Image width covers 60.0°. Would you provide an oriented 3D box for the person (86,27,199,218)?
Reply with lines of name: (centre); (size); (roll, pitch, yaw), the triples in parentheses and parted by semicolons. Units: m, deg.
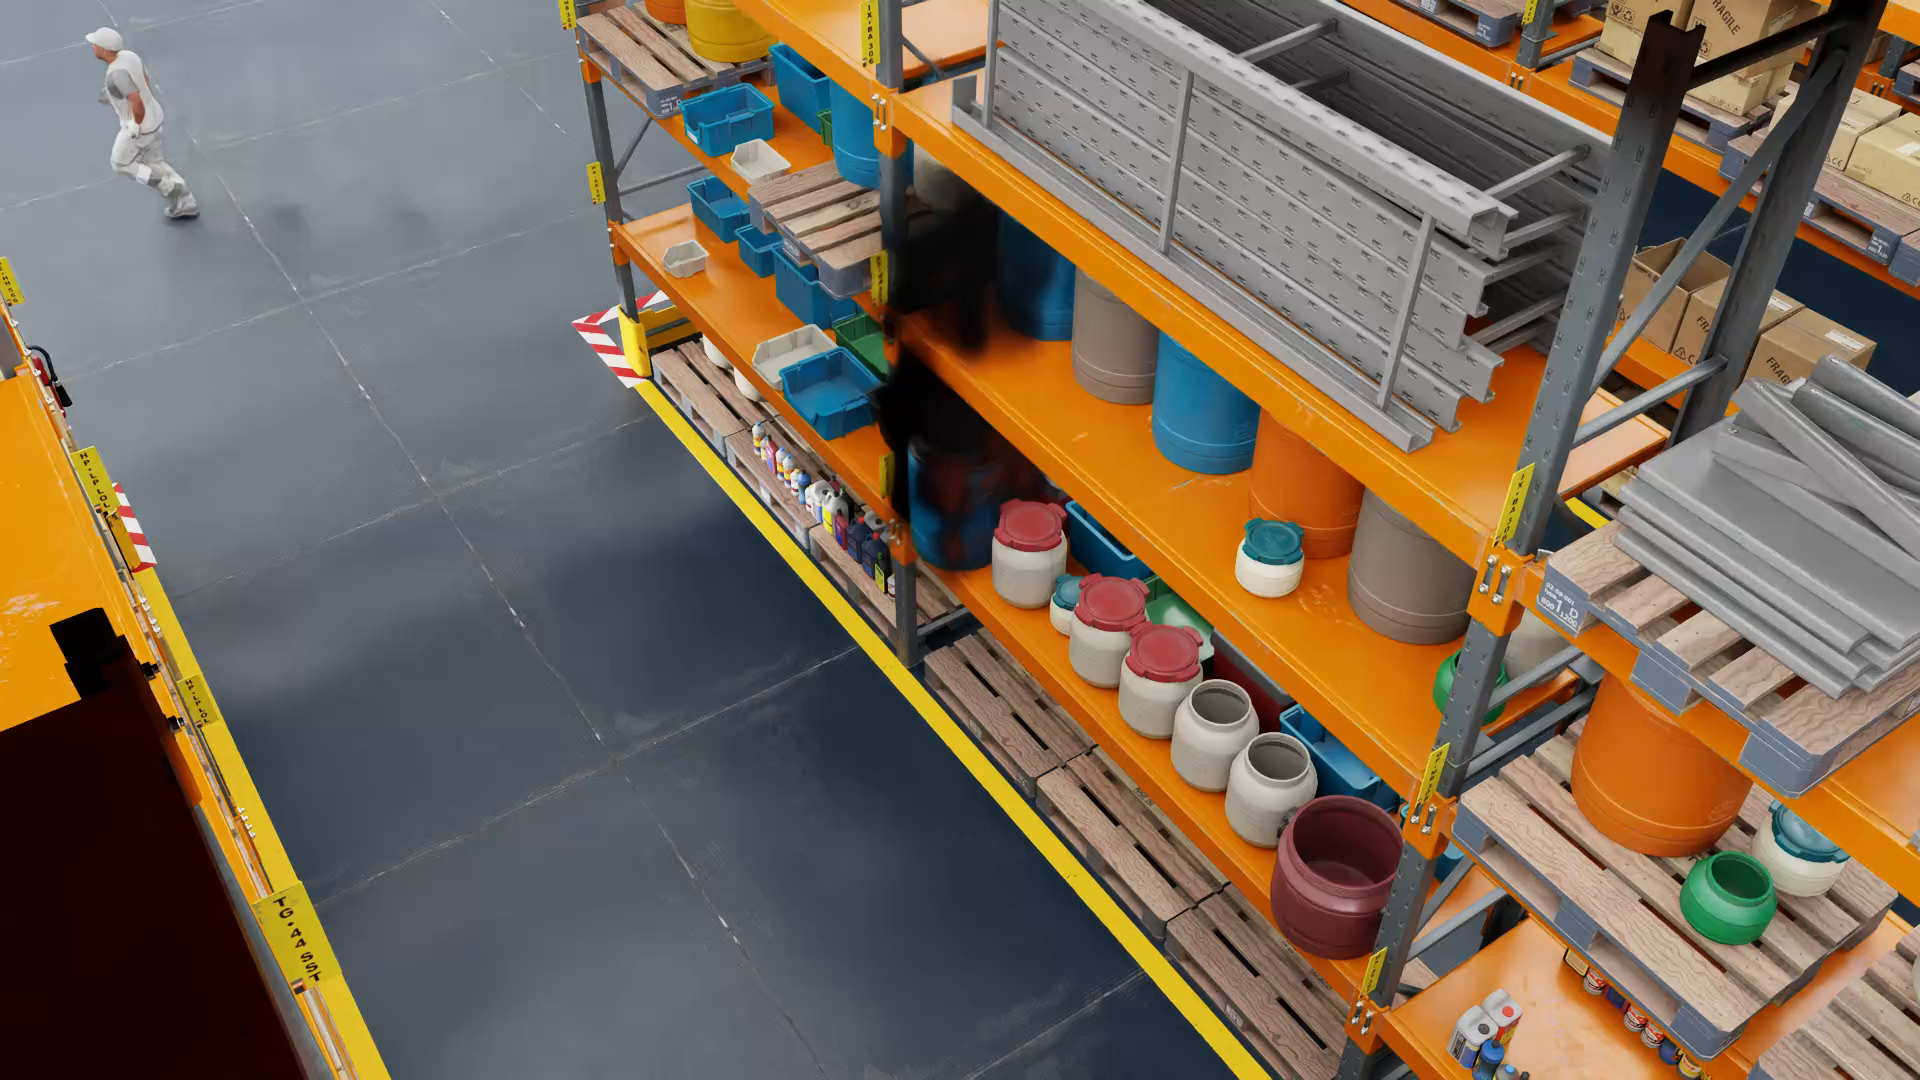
person: (-7.125, -3.590, 14.367); (0.598, 1.735, 0.659); (-1, 43, -1)
